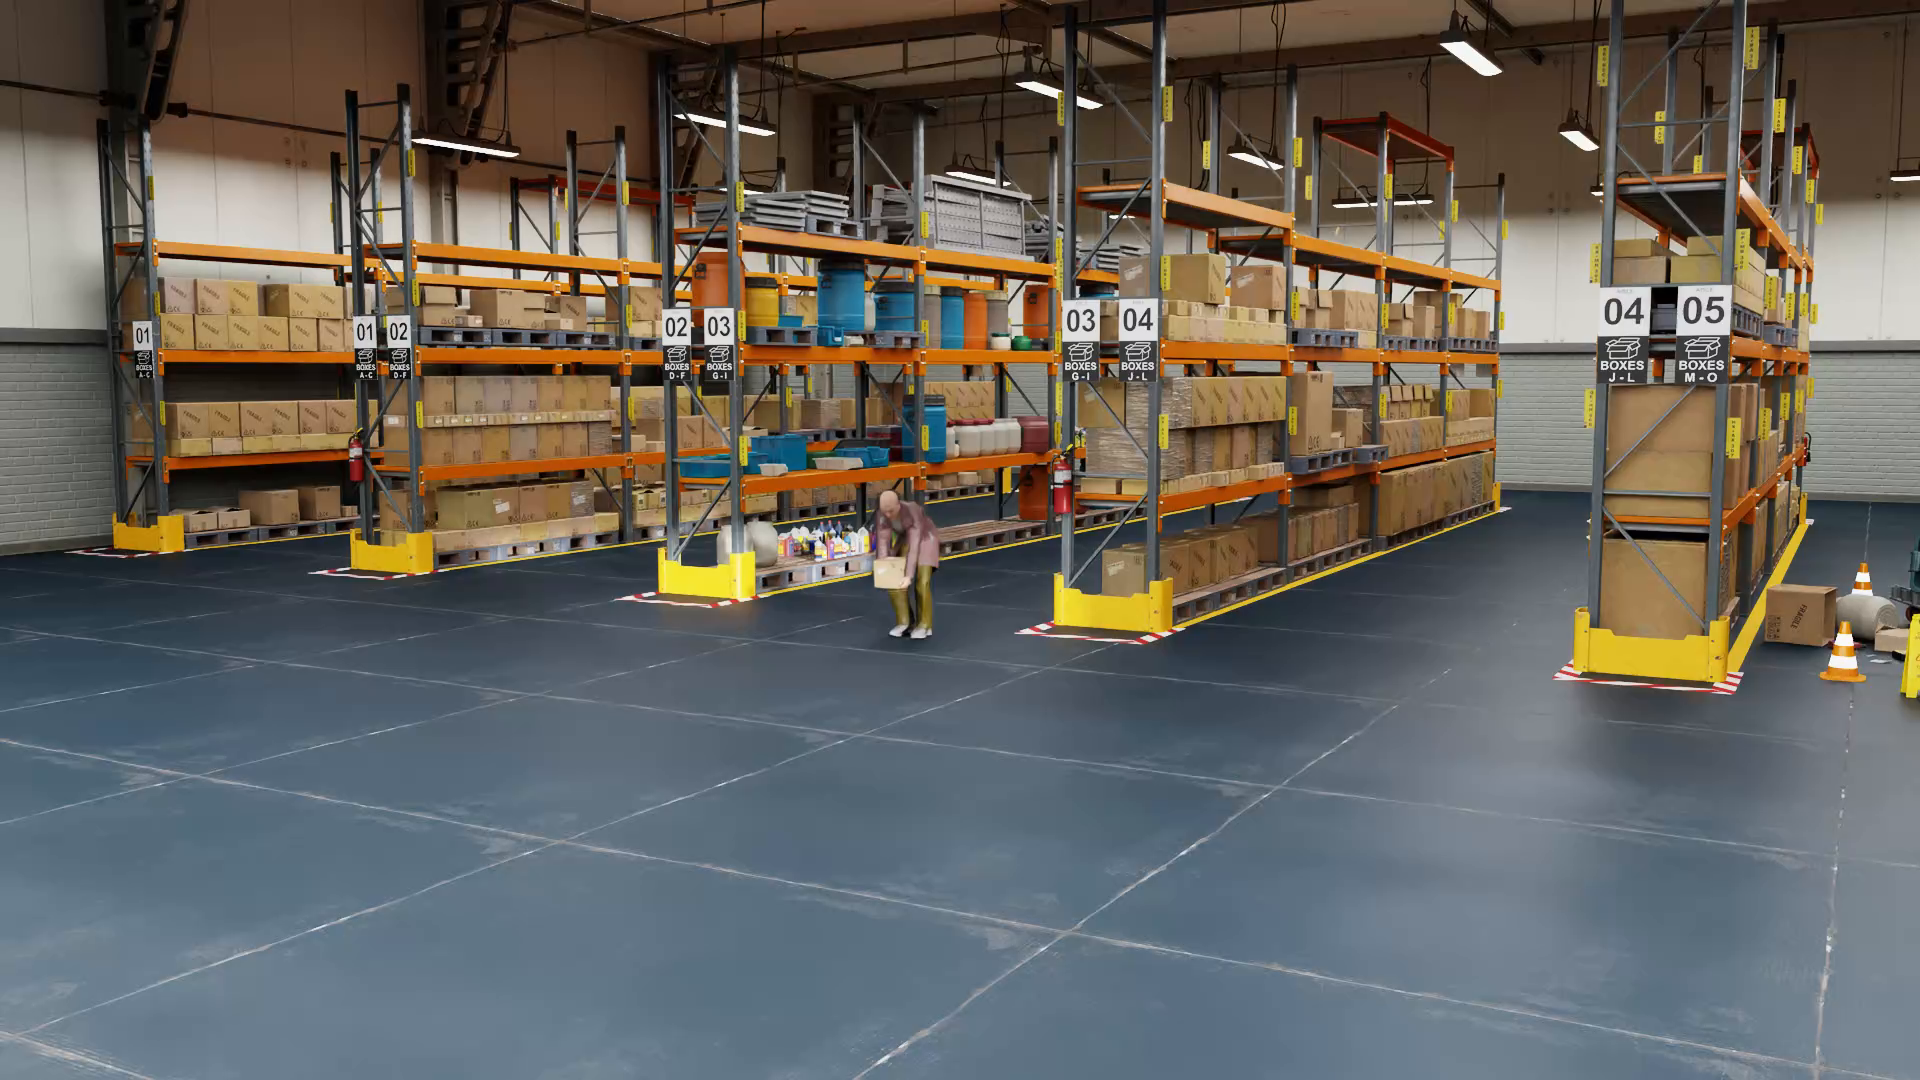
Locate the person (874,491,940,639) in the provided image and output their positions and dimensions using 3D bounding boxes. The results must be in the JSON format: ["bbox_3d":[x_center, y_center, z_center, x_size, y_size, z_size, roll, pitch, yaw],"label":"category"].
[{"bbox_3d":[-0.528,0.229,15.629,0.552,1.413,0.858,3,6,27],"label":"person"}]
